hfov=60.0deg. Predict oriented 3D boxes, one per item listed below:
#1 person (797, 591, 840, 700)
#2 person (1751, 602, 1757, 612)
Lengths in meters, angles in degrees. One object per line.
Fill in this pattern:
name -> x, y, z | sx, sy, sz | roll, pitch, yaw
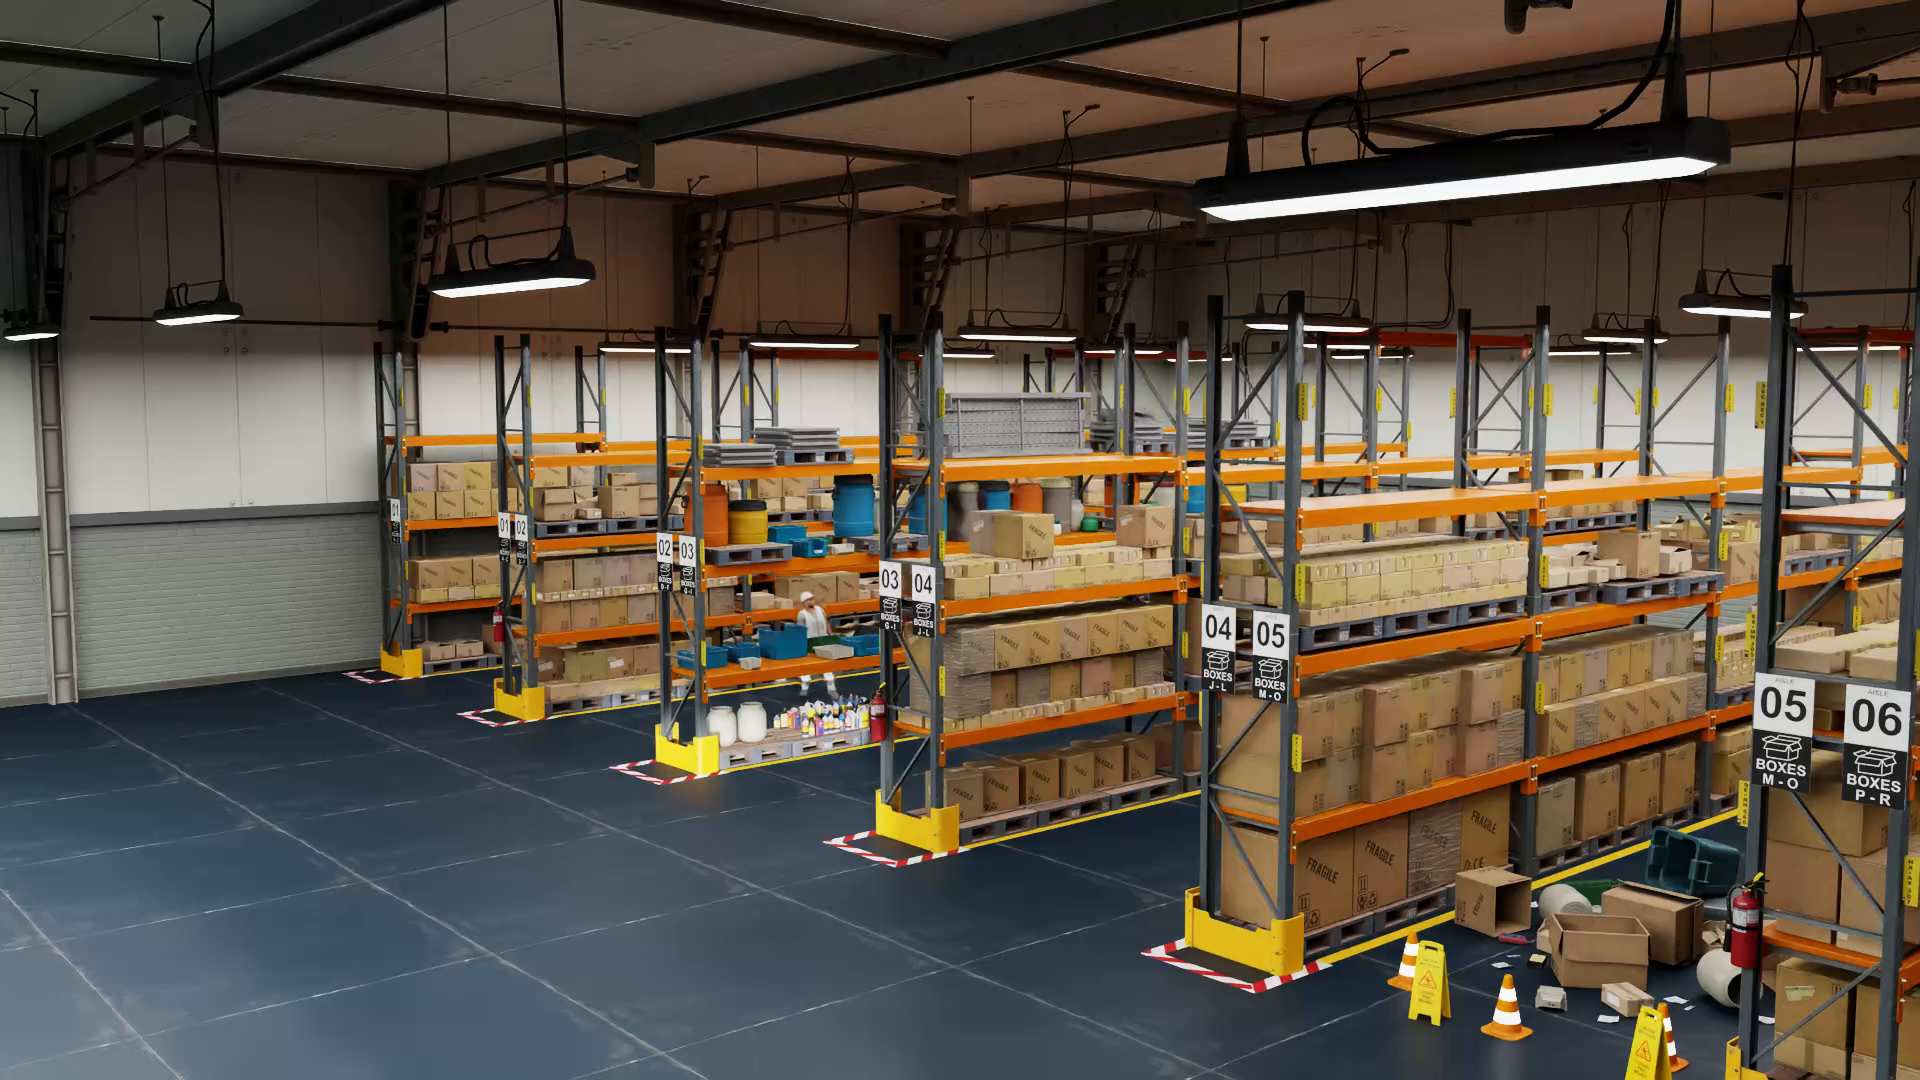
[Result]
person -> -2.374, 1.755, 27.731 | 0.686, 1.807, 0.528 | -2, 6, -23
person -> 13.213, 1.855, 27.566 | 0.973, 1.650, 0.482 | -4, 7, -39
